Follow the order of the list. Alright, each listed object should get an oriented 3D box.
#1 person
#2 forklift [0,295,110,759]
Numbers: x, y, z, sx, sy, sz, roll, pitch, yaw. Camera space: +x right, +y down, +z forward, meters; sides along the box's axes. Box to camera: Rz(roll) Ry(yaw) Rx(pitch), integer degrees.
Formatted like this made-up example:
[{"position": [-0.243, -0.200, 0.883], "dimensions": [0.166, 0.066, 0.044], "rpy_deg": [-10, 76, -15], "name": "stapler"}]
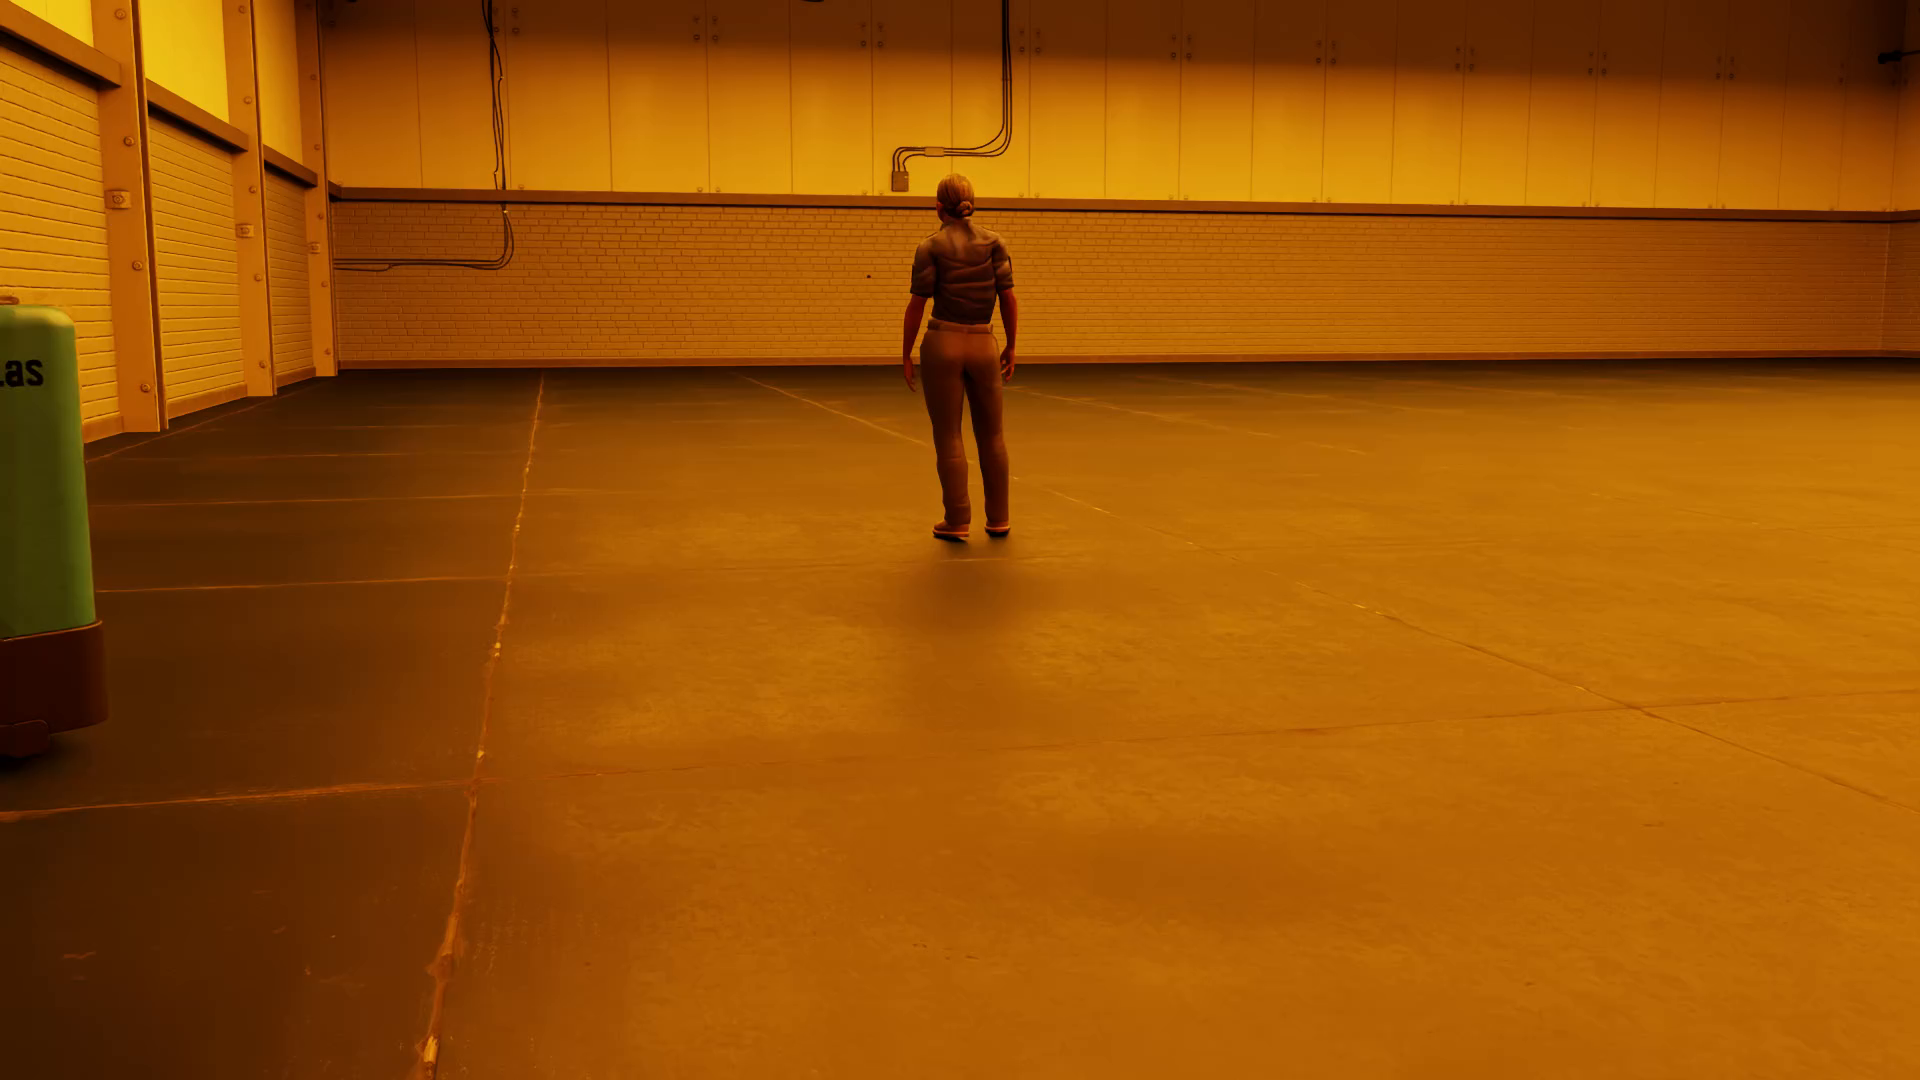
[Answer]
[{"position": [-0.001, -0.839, 7.680], "dimensions": [0.569, 1.654, 0.504], "rpy_deg": [-2, 8, -13], "name": "person"}, {"position": [-3.366, -0.818, 2.981], "dimensions": [1.130, 2.935, 3.031], "rpy_deg": [6, 10, 36], "name": "forklift"}]
